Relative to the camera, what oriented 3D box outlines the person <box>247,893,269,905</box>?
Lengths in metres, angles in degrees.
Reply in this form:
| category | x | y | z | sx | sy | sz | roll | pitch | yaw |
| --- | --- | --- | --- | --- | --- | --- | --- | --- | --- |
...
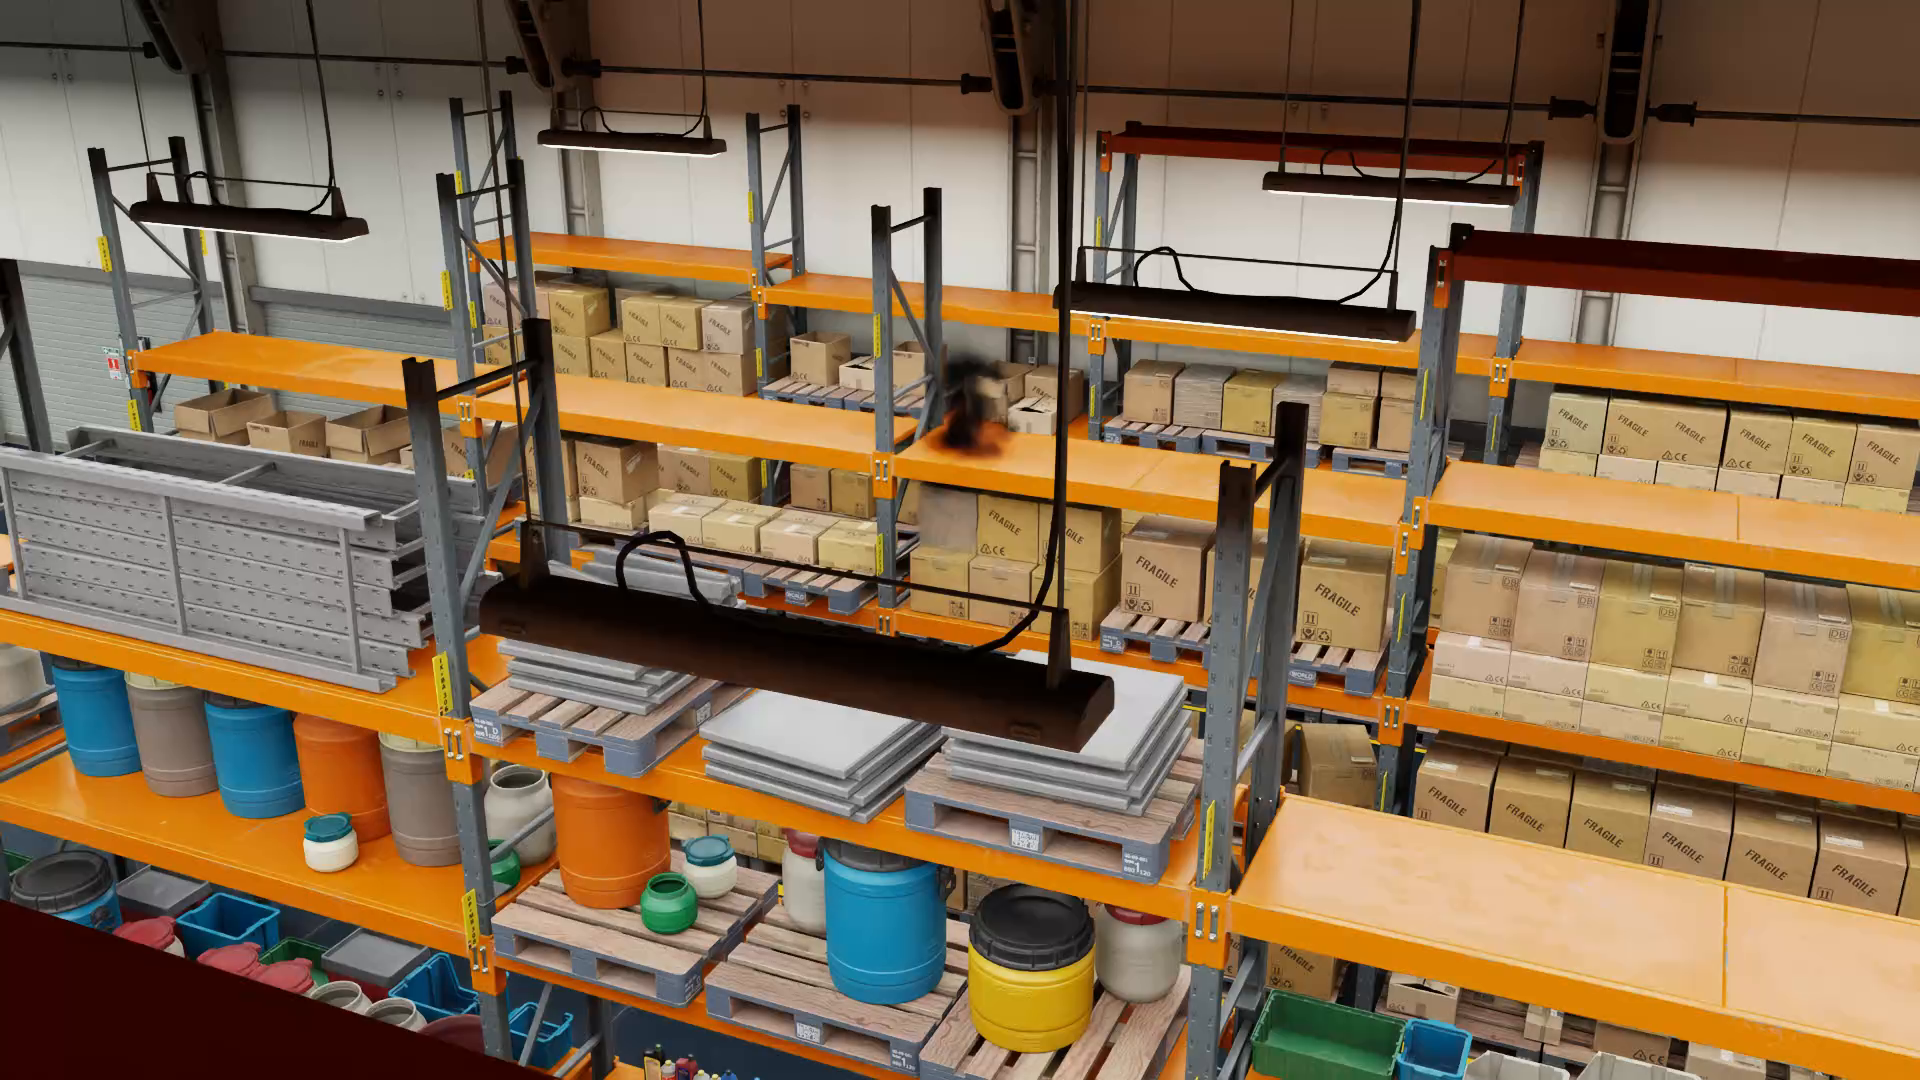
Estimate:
| category | x | y | z | sx | sy | sz | roll | pitch | yaw |
| --- | --- | --- | --- | --- | --- | --- | --- | --- | --- |
| person | -6.226 | 2.384 | 13.736 | 1.000 | 1.756 | 0.715 | 3 | 21 | 8 |
